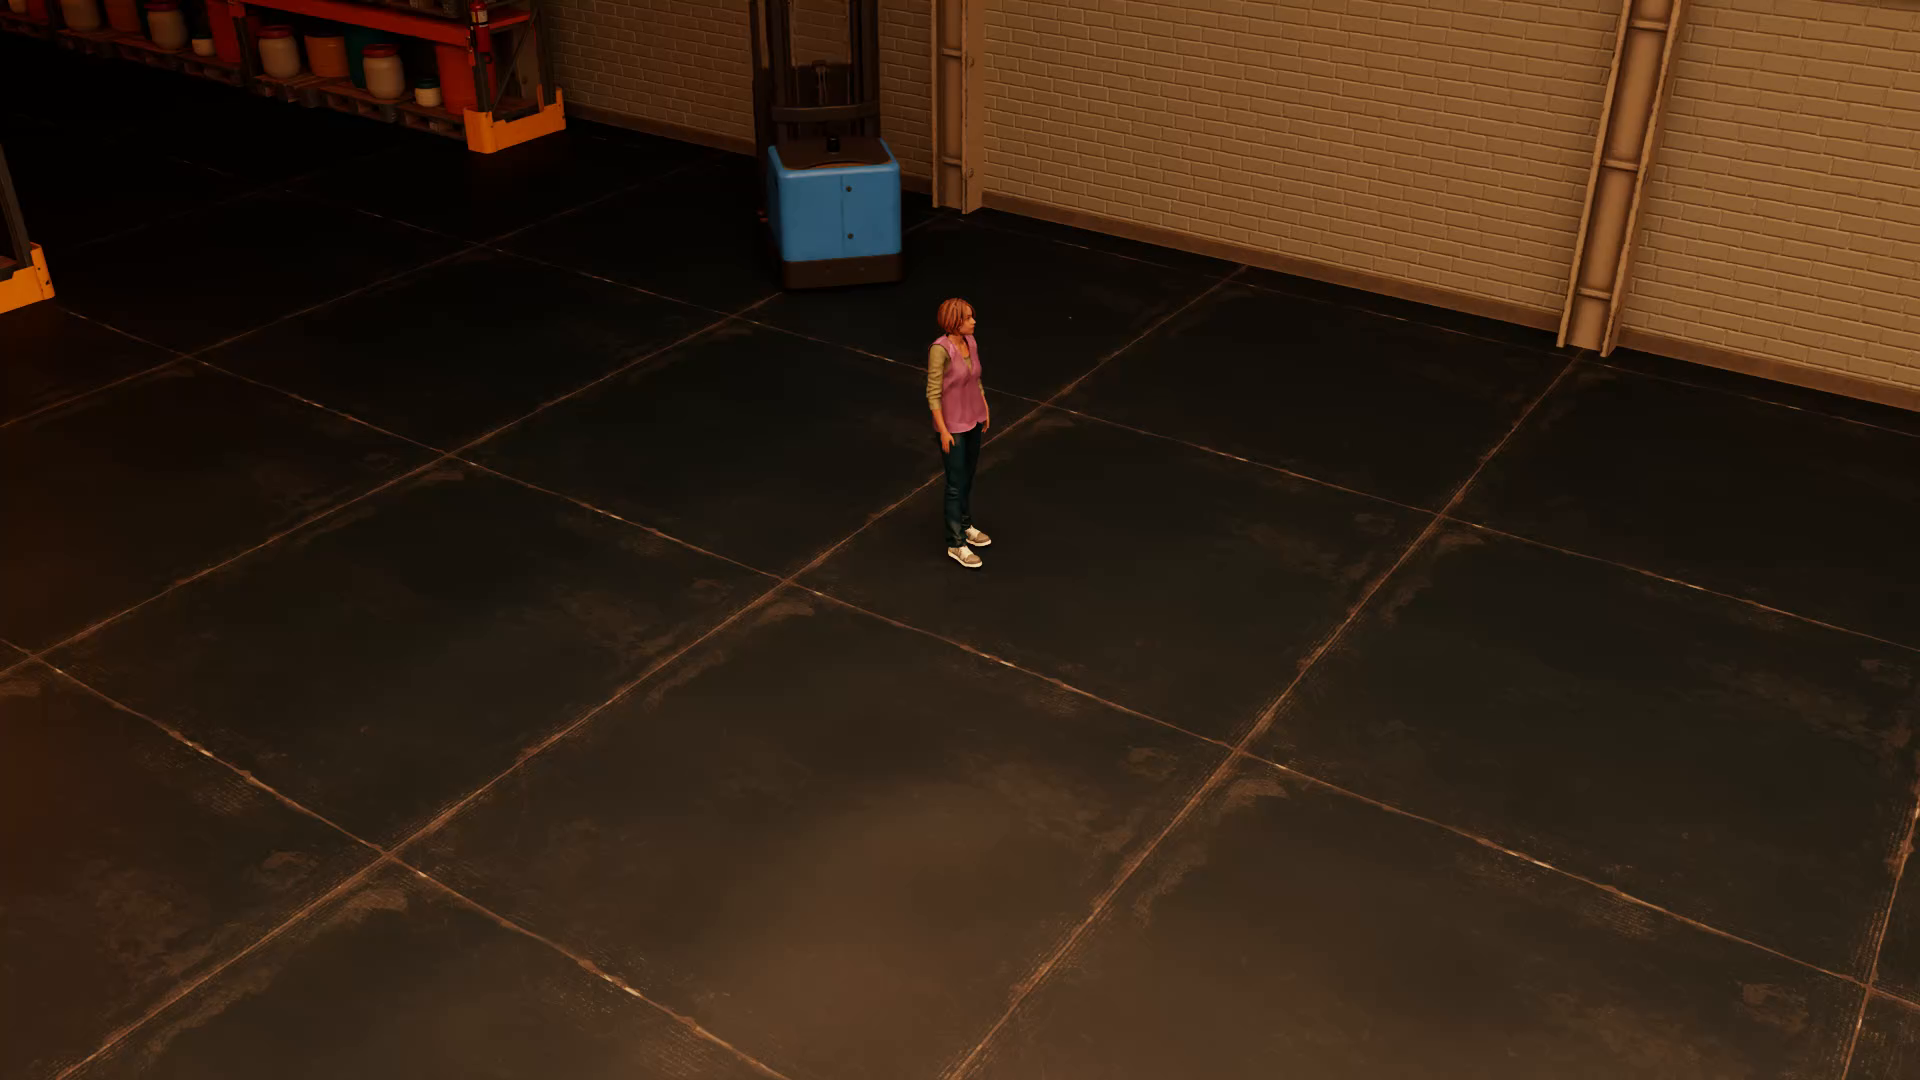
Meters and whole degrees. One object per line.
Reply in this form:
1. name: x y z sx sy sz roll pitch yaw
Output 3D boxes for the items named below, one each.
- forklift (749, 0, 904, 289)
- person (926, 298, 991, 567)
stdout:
1. forklift: -1.296 -4.102 14.646 1.130 2.935 3.031 -6 31 -11
2. person: 0.054 -0.670 10.050 0.473 1.599 0.521 19 35 29
